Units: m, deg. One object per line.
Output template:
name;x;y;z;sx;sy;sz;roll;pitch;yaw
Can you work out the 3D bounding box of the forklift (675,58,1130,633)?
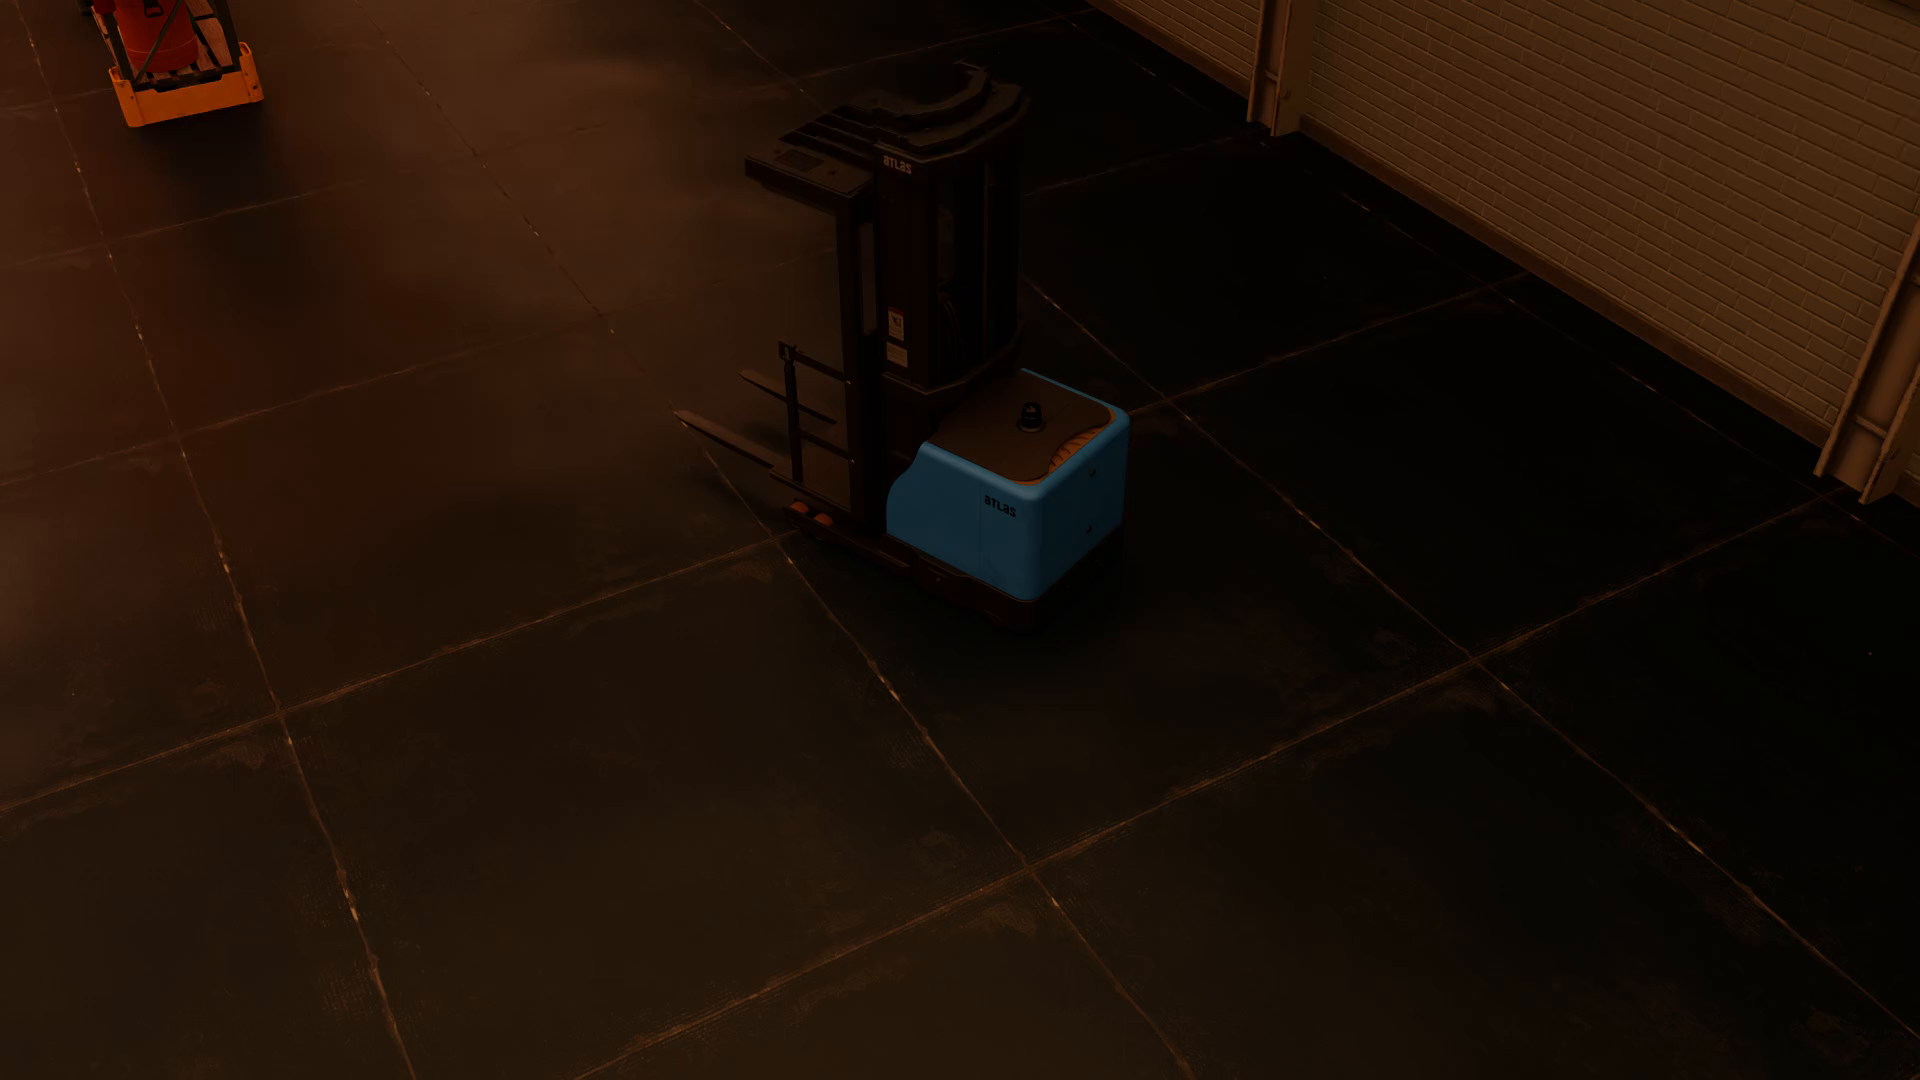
forklift;-0.481;-1.366;9.683;3.031;2.935;1.130;26;46;28
